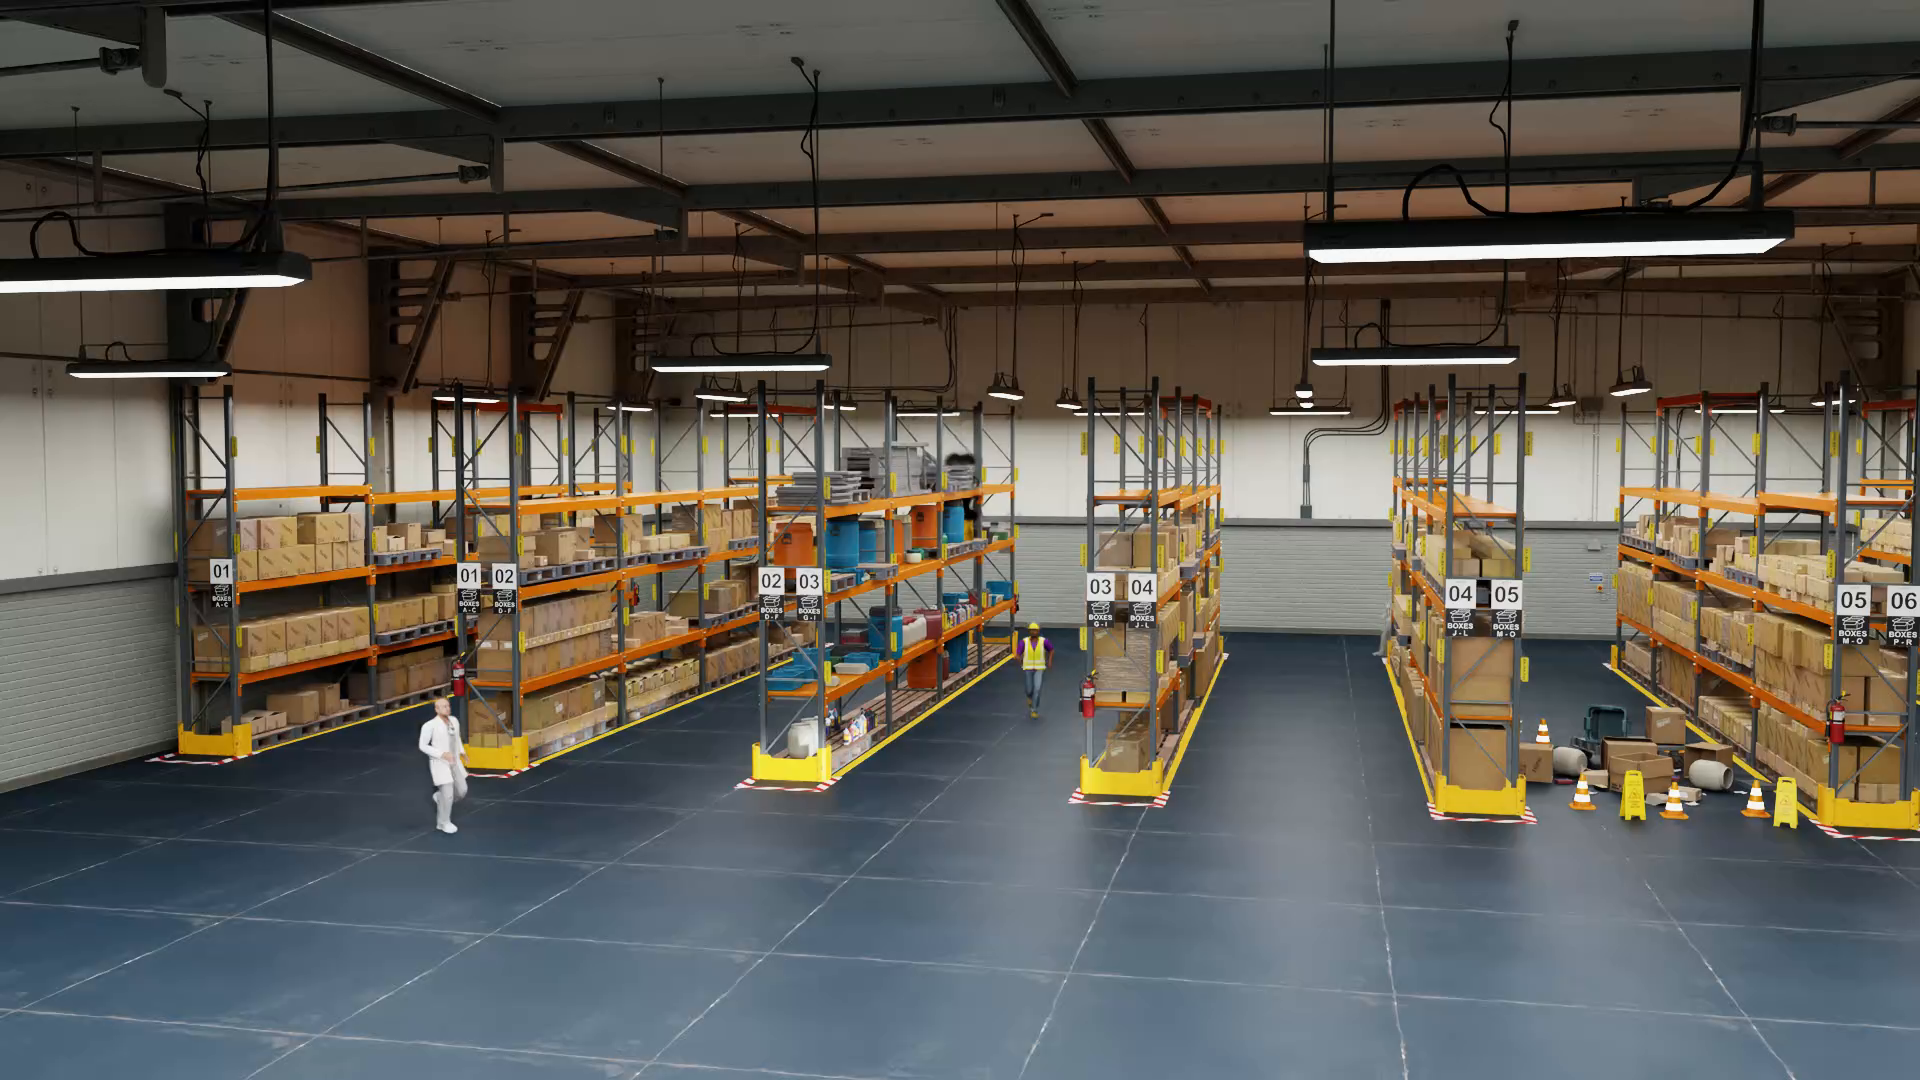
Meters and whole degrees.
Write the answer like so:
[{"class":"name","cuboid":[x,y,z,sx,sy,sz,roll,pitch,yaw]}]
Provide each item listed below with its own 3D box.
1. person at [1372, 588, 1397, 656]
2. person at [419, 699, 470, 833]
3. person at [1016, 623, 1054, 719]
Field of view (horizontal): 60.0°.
[{"class":"person","cuboid":[10.285,1.954,39.534,0.896,1.652,0.674,0,3,8]},{"class":"person","cuboid":[-6.716,2.973,21.673,0.636,1.648,0.711,2,4,33]},{"class":"person","cuboid":[1.392,2.408,30.950,0.713,1.736,0.897,0,3,5]}]
